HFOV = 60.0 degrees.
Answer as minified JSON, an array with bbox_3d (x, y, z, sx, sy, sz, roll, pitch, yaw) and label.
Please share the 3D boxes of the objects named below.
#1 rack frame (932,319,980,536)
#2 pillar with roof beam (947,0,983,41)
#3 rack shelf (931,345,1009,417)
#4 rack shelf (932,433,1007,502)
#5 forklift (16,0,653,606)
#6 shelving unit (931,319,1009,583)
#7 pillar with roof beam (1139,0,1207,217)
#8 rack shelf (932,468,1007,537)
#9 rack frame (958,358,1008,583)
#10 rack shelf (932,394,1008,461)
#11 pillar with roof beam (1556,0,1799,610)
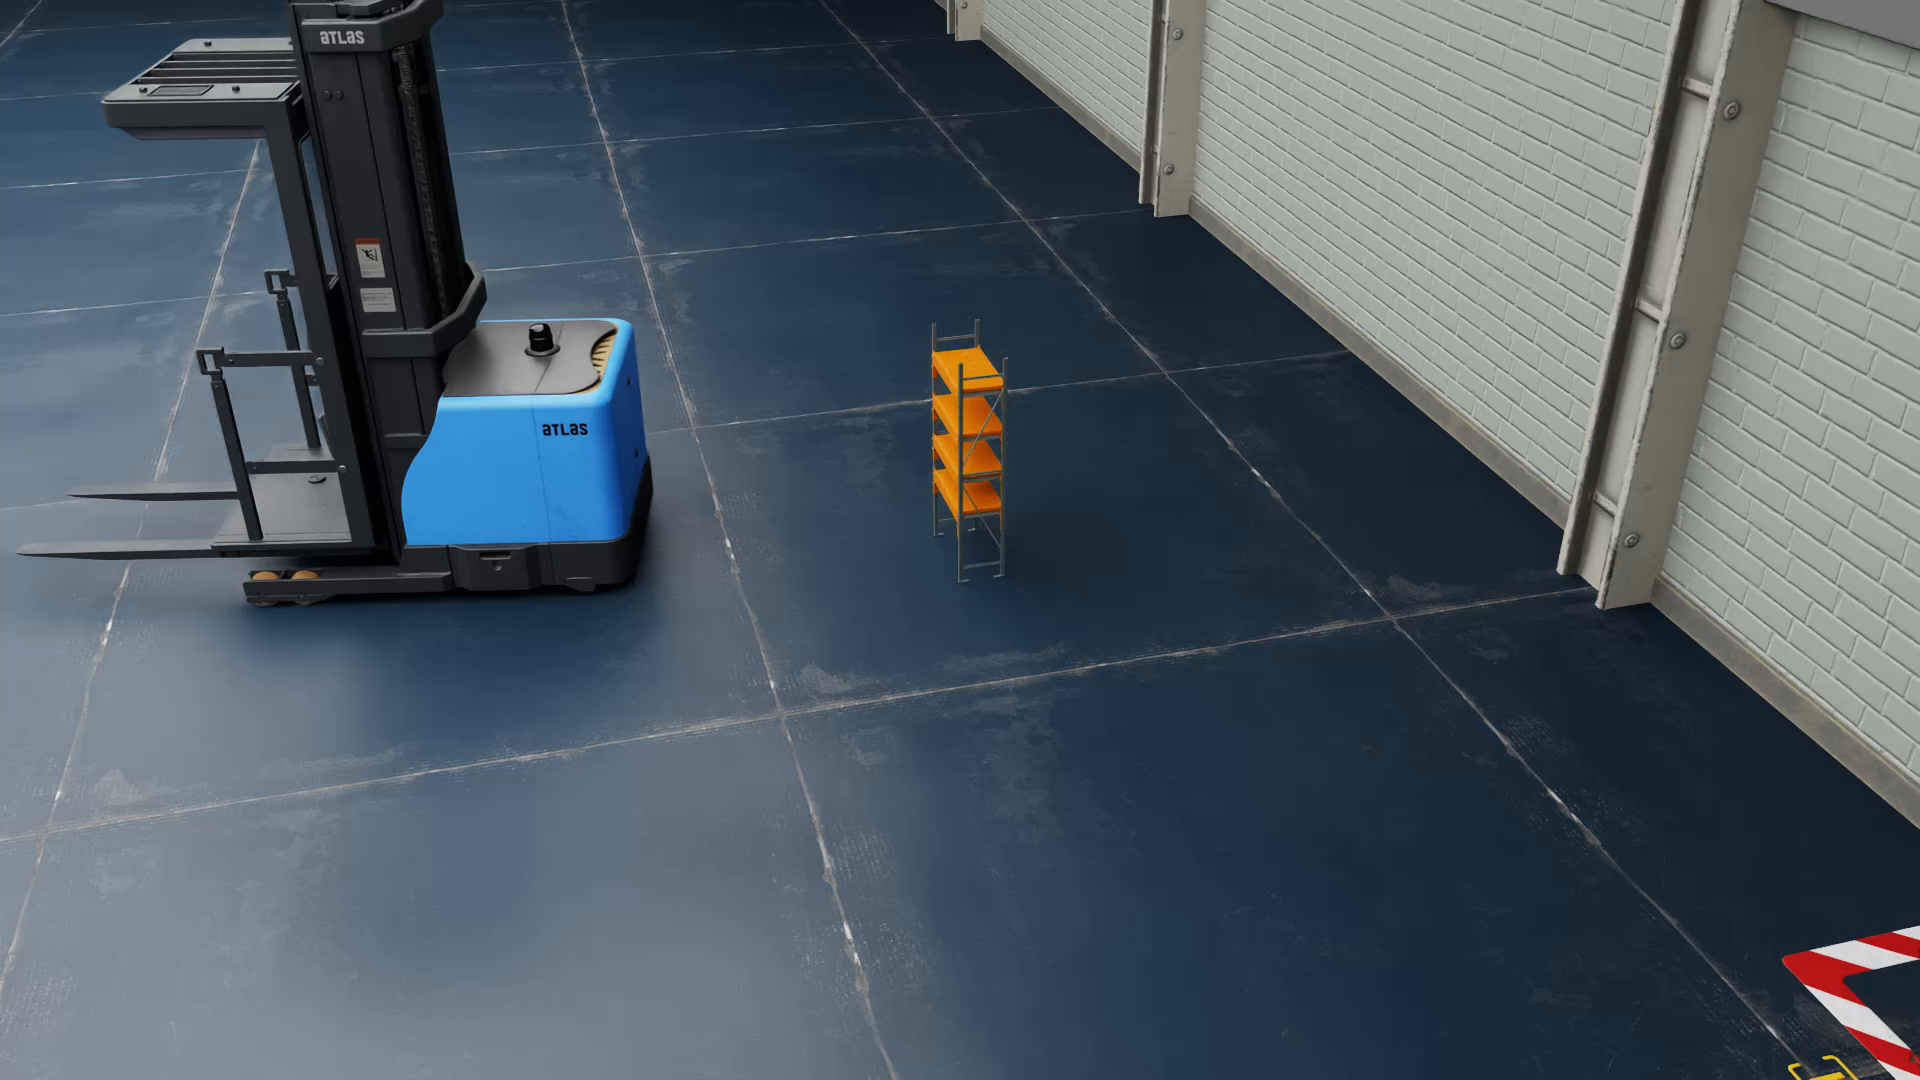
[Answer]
[{"bbox_3d":[-0.021,-0.557,8.515,0.240,1.200,0.015,-8,31,-13],"label":"rack frame"},{"bbox_3d":[-4.094,-8.892,15.129,9.100,9.000,0.400,-8,31,-13],"label":"pillar with roof beam"},{"bbox_3d":[0.044,-0.779,8.114,0.258,0.148,0.480,-8,31,-13],"label":"rack shelf"},{"bbox_3d":[0.044,-0.381,8.345,0.258,0.148,0.480,-8,31,-13],"label":"rack shelf"},{"bbox_3d":[-3.162,-1.216,7.926,3.031,2.935,1.130,-1,30,-2],"label":"forklift"},{"bbox_3d":[0.044,-0.439,8.311,0.258,1.200,0.503,-8,31,-13],"label":"shelving unit"},{"bbox_3d":[-2.502,-5.994,10.123,9.100,9.000,0.400,-8,31,-13],"label":"pillar with roof beam"},{"bbox_3d":[0.044,-0.209,8.444,0.258,0.148,0.480,-8,31,-13],"label":"rack shelf"},{"bbox_3d":[0.109,-0.321,8.108,0.240,1.200,0.015,-8,31,-13],"label":"rack frame"},{"bbox_3d":[0.044,-0.575,8.233,0.258,0.148,0.480,-8,31,-13],"label":"rack shelf"},{"bbox_3d":[-0.909,-3.096,5.116,9.100,9.000,0.400,-8,31,-13],"label":"pillar with roof beam"}]
